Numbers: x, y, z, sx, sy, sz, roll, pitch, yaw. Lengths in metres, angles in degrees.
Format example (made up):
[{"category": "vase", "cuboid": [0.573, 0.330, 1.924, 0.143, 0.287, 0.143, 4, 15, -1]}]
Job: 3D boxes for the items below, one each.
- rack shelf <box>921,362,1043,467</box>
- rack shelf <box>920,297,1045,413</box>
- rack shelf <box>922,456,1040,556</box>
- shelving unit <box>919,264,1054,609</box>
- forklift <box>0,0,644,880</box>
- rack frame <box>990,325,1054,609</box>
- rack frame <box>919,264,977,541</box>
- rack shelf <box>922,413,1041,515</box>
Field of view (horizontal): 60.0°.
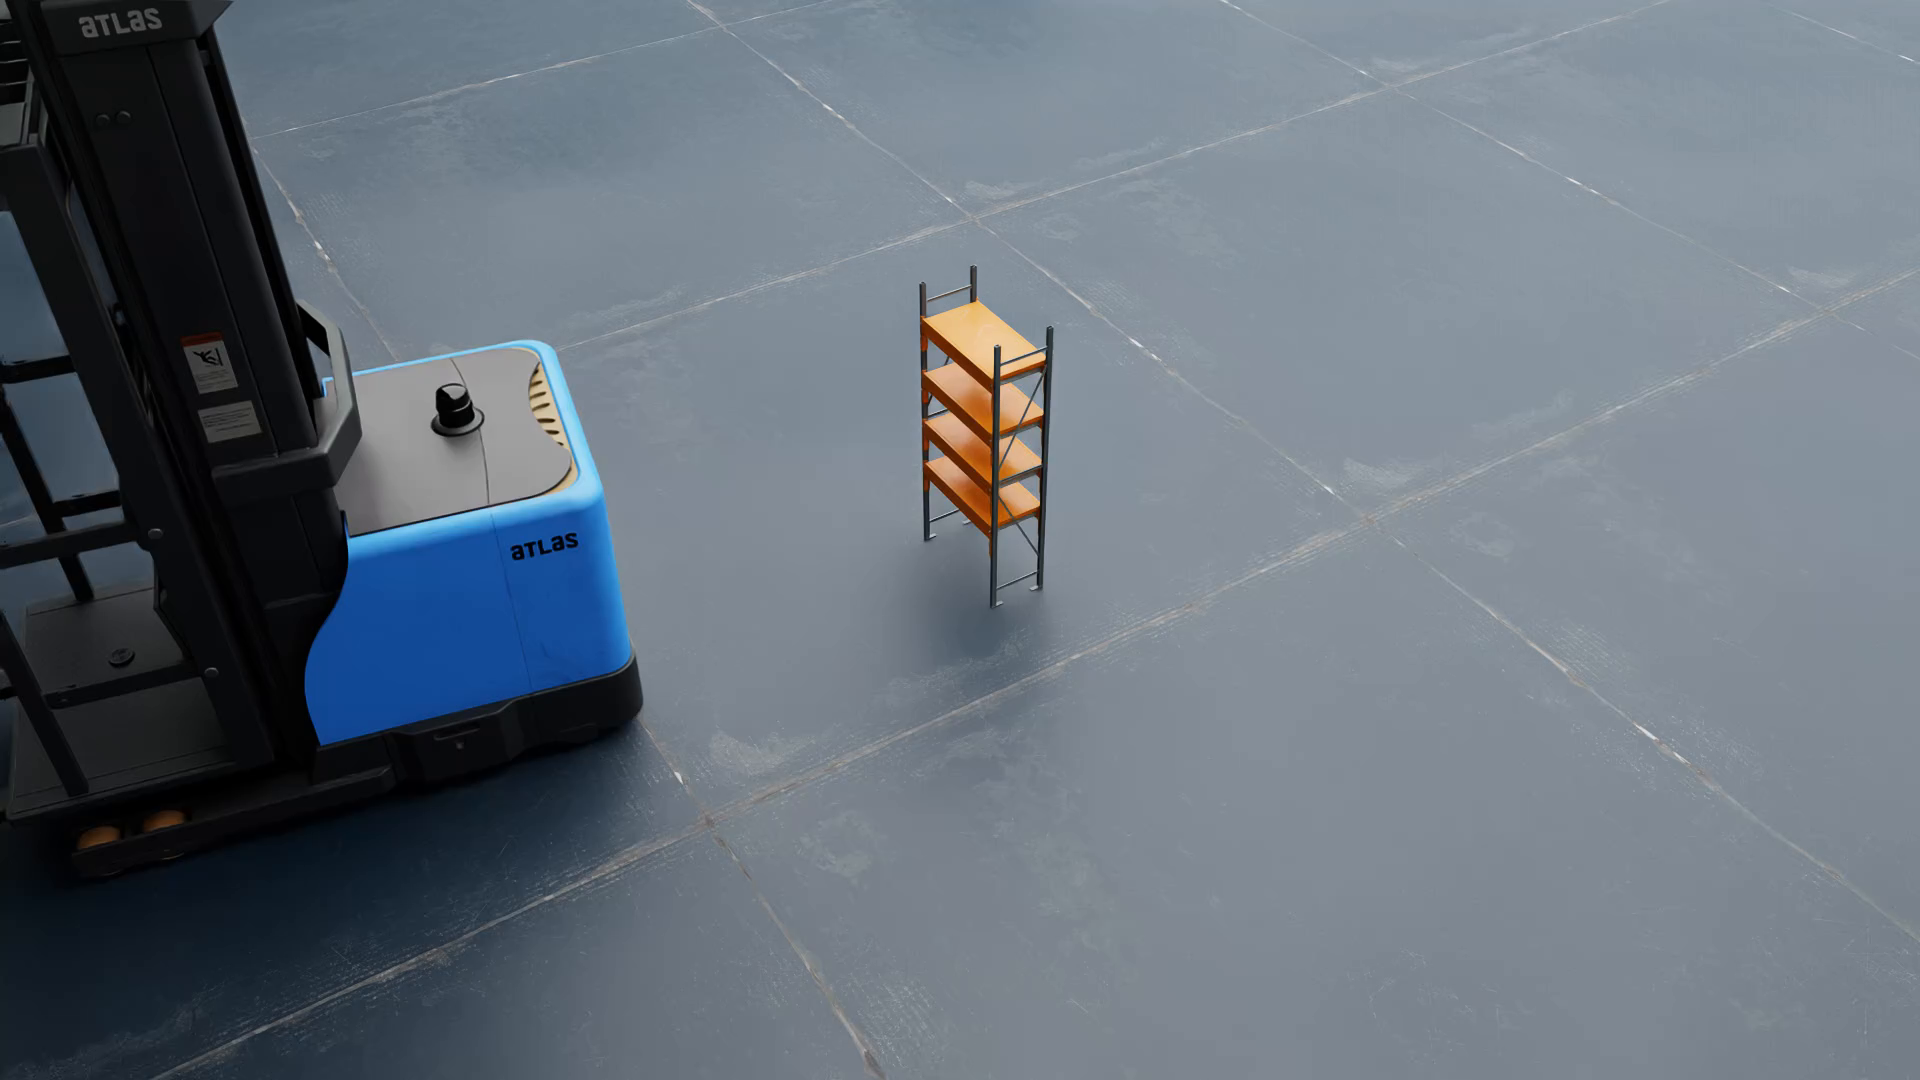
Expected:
[{"category": "rack shelf", "cuboid": [0.089, -0.492, 6.159, 0.258, 0.148, 0.480, -22, 45, -24]}, {"category": "rack shelf", "cuboid": [0.089, -0.674, 6.007, 0.258, 0.148, 0.480, -22, 45, -24]}, {"category": "rack shelf", "cuboid": [0.089, -0.167, 6.429, 0.258, 0.148, 0.480, -22, 45, -24]}, {"category": "shelving unit", "cuboid": [0.089, -0.372, 6.259, 0.258, 1.200, 0.503, -22, 45, -24]}, {"category": "forklift", "cuboid": [-2.702, -0.413, 4.956, 3.031, 2.935, 1.130, -14, 42, -16]}, {"category": "rack frame", "cuboid": [0.220, -0.240, 6.101, 0.240, 1.200, 0.015, -22, 45, -24]}, {"category": "rack frame", "cuboid": [-0.042, -0.503, 6.417, 0.240, 1.200, 0.015, -22, 45, -24]}, {"category": "rack shelf", "cuboid": [0.089, -0.320, 6.302, 0.258, 0.148, 0.480, -22, 45, -24]}]
